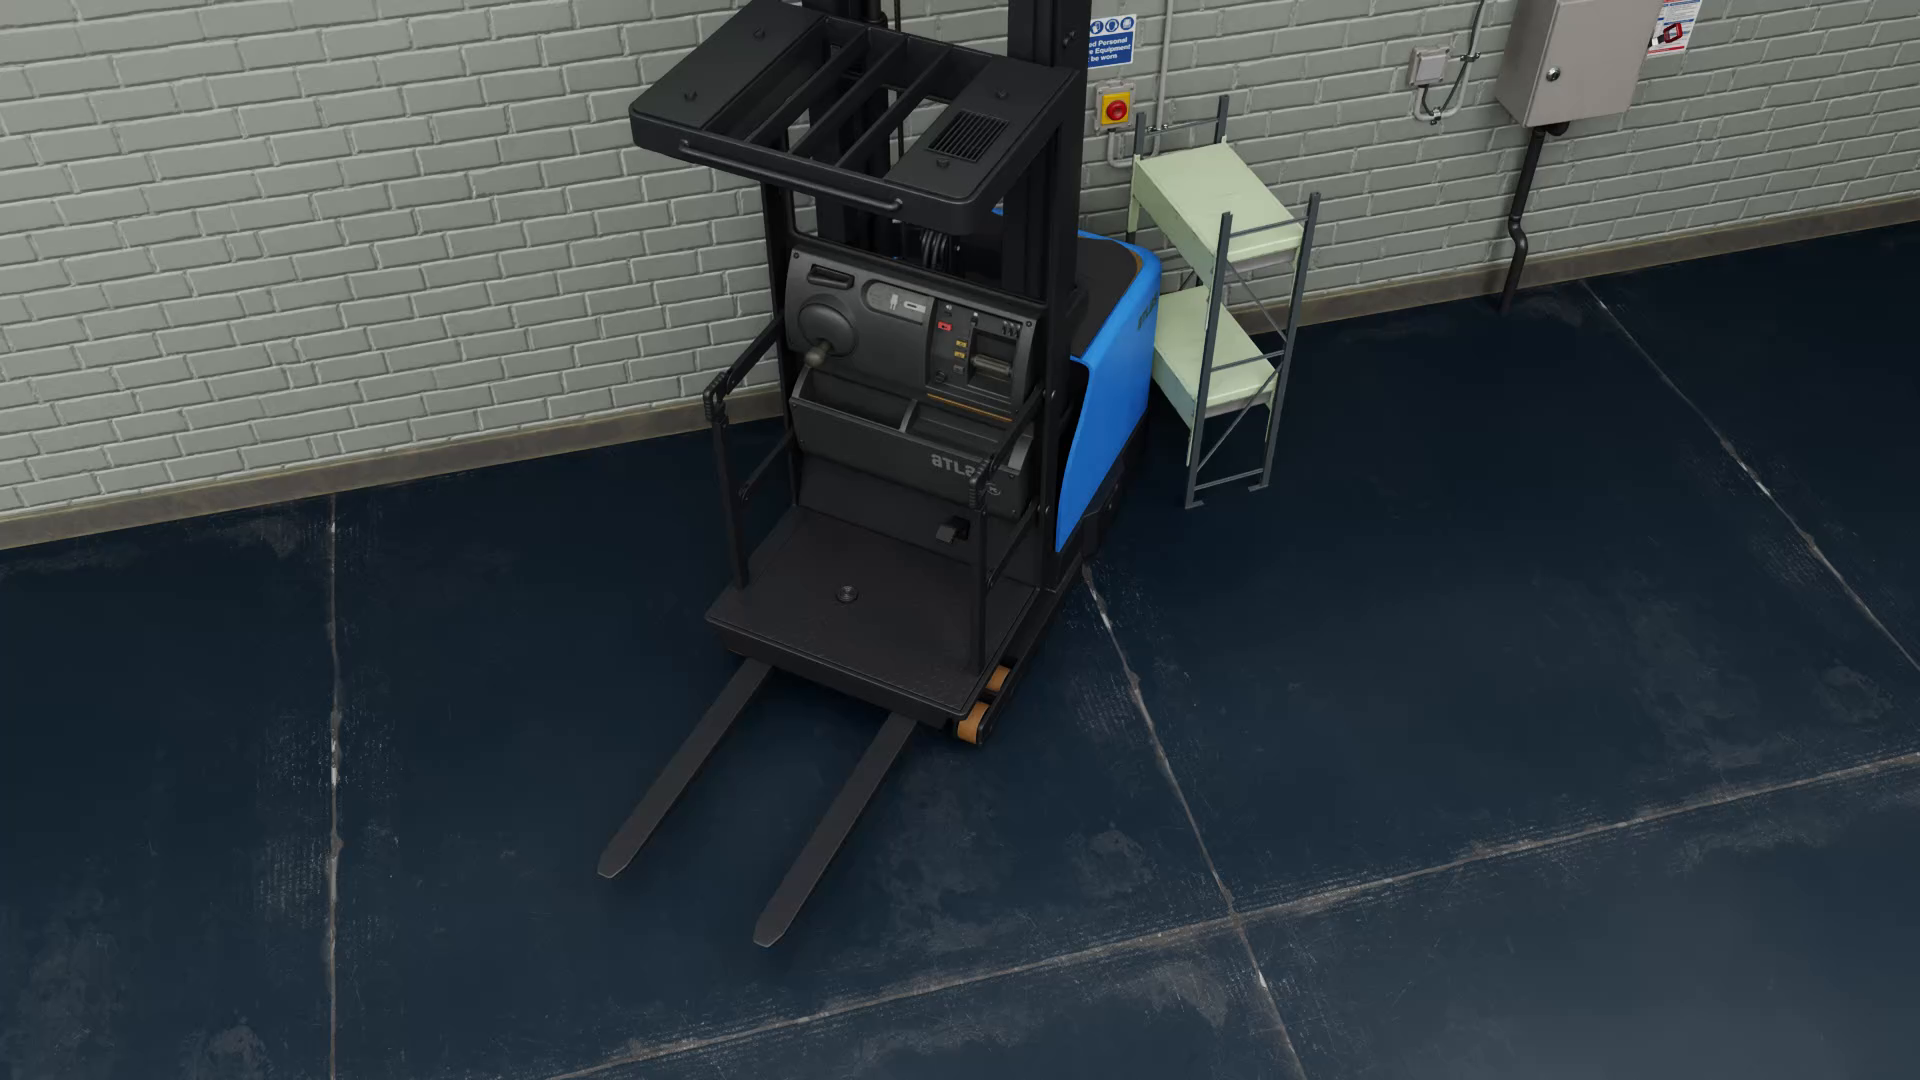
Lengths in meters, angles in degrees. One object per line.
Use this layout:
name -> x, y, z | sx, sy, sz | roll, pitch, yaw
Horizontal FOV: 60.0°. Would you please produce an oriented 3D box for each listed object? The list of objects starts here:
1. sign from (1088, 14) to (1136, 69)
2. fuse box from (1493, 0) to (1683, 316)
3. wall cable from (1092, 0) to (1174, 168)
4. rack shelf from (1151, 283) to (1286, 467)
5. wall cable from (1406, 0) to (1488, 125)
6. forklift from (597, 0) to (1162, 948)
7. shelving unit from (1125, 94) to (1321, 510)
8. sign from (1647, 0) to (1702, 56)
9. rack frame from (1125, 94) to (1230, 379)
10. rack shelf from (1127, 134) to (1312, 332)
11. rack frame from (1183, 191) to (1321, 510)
sign -> 0.544, -1.986, 6.658 | 0.327, 0.218, 0.001 | -11, 47, -10
fuse box -> 2.674, -1.690, 7.459 | 0.539, 1.711, 0.414 | -11, 47, -10
wall cable -> 0.606, -2.225, 6.347 | 0.585, 1.953, 0.123 | -11, 47, -10
rack shelf -> 1.016, -0.728, 7.121 | 0.431, 0.370, 0.720 | -15, 48, -14
wall cable -> 1.974, -2.481, 6.621 | 0.588, 1.984, 0.122 | -11, 47, -10
forklift -> -0.270, -0.624, 5.560 | 1.130, 2.935, 3.031 | 19, 49, 18
shelving unit -> 1.016, -0.956, 6.888 | 0.431, 1.500, 0.755 | -15, 48, -14
sign -> 3.098, -2.341, 7.262 | 0.329, 0.494, 0.001 | -11, 47, -10
rack frame -> 0.885, -1.200, 7.127 | 0.400, 1.500, 0.023 | -15, 48, -14
rack shelf -> 1.016, -1.229, 6.609 | 0.431, 0.370, 0.720 | -15, 48, -14
rack frame -> 1.147, -0.712, 6.648 | 0.400, 1.500, 0.023 | -15, 48, -14
